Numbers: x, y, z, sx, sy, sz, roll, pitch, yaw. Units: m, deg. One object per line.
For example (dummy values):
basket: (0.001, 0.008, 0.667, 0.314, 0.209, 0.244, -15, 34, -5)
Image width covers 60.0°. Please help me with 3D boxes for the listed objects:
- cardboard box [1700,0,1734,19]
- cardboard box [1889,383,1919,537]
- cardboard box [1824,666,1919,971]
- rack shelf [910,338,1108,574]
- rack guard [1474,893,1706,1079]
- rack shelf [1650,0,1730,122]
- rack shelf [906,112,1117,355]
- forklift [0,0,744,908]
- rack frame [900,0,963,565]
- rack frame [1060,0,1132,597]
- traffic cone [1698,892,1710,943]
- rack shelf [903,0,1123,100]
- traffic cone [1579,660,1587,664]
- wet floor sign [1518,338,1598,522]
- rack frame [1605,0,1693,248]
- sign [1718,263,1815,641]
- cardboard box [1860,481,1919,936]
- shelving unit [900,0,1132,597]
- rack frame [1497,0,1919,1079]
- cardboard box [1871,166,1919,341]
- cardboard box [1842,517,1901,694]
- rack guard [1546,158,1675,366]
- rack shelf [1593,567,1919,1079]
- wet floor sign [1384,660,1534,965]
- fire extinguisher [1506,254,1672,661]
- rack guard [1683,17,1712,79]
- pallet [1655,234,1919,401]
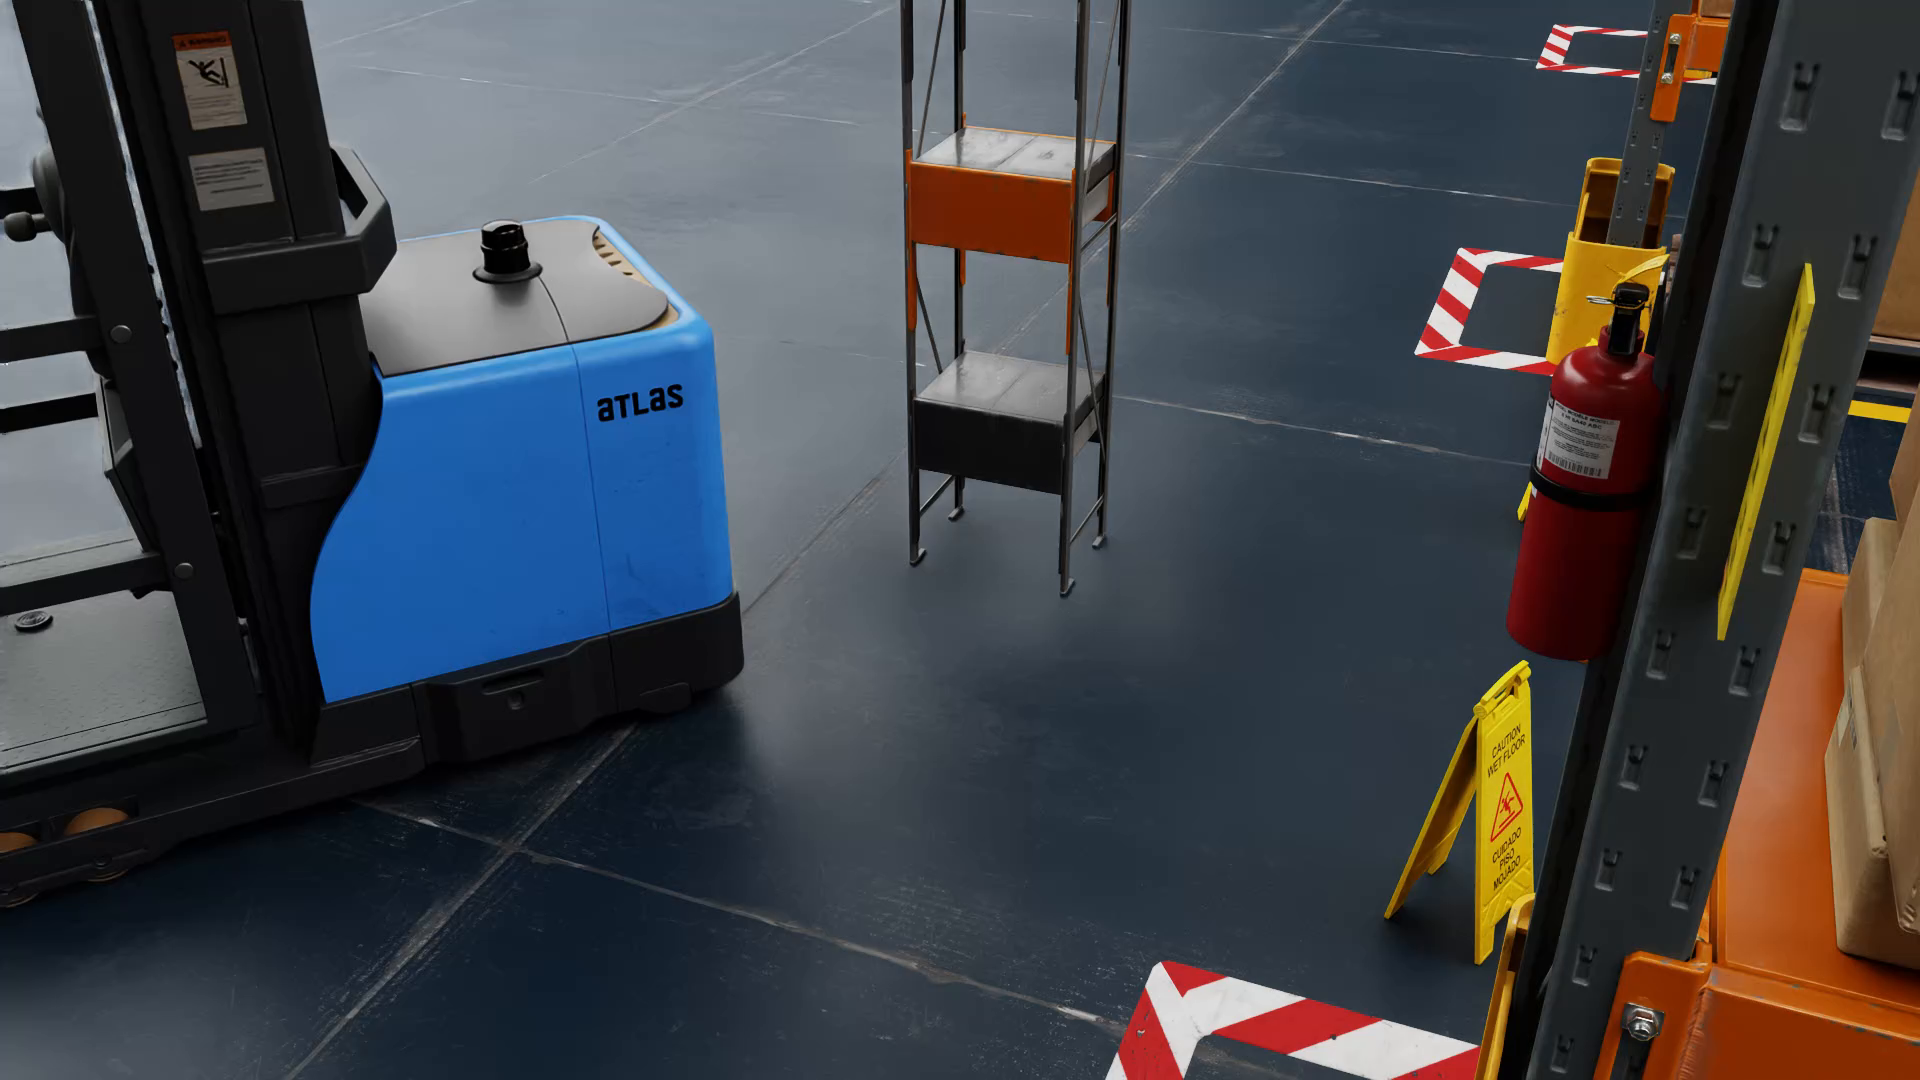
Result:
cardboard box: (3.032, -2.236, 6.005, 0.550, 0.550, 0.875, 11, 31, 19)
cardboard box: (1.510, -0.141, 2.047, 0.500, 0.500, 0.500, 11, 31, 18)
cardboard box: (1.141, 0.324, 1.884, 0.250, 0.149, 0.380, 11, 31, 19)
rack shelf: (0.153, -0.262, 5.030, 0.480, 0.518, 0.431, 11, 31, 19)
rack guard: (0.974, 1.159, 2.691, 0.348, 0.500, 1.175, 11, 31, 19)
rack shelf: (4.525, -1.535, 5.649, 4.000, 0.370, 1.077, 11, 31, 19)
rack shelf: (0.153, -0.872, 4.686, 0.480, 0.518, 0.431, 11, 31, 19)
forklift: (-2.135, -0.740, 3.580, 3.031, 2.935, 1.130, -14, 32, -23)
rack frame: (-0.073, -0.929, 4.759, 0.015, 2.100, 0.400, 11, 31, 19)
rack frame: (0.379, -0.838, 4.599, 0.015, 2.100, 0.400, 11, 31, 19)
traffic cone: (1.787, 0.653, 3.625, 0.334, 0.463, 0.336, 11, 31, 19)
rack shelf: (0.153, -1.481, 4.341, 0.480, 0.518, 0.431, 11, 31, 19)
traffic cone: (1.890, 0.084, 4.631, 0.334, 0.463, 0.336, 11, 31, 19)
wet floor sign: (1.900, -0.296, 5.118, 0.232, 0.644, 0.267, 6, 30, 11)
rack frame: (2.671, -2.219, 6.127, 0.127, 3.000, 1.000, 11, 31, 19)
sign: (0.700, -0.072, 1.450, 0.005, 0.325, 0.100, 11, 31, 19)
cardboard box: (1.239, 0.098, 1.624, 0.500, 0.500, 0.500, 11, 31, 18)
shelving unit: (0.153, -0.883, 4.679, 0.503, 2.100, 0.431, 11, 31, 19)
rack frame: (0.903, 0.059, 2.098, 0.053, 2.616, 0.949, 11, 31, 19)
cardboard box: (3.325, -1.381, 6.378, 0.875, 0.875, 0.875, 11, 31, 19)
cardboard box: (1.331, 0.138, 2.213, 0.250, 0.149, 0.380, 12, 32, 21)
rack guard: (2.649, -1.135, 6.750, 0.348, 0.500, 1.175, 11, 31, 19)
rack shelf: (2.757, 0.740, 1.623, 4.000, 0.370, 1.077, 11, 31, 19)
wet floor sign: (1.130, 0.559, 3.605, 0.232, 0.644, 0.267, 24, 37, 36)
fire extinguisher: (0.971, -0.141, 2.529, 0.183, 0.674, 0.296, 11, 31, 19)
rack guard: (4.700, -3.359, 10.685, 0.348, 0.500, 1.175, 11, 31, 19)
pallet: (3.442, -0.892, 6.614, 1.213, 0.211, 1.003, 11, 31, 19)
